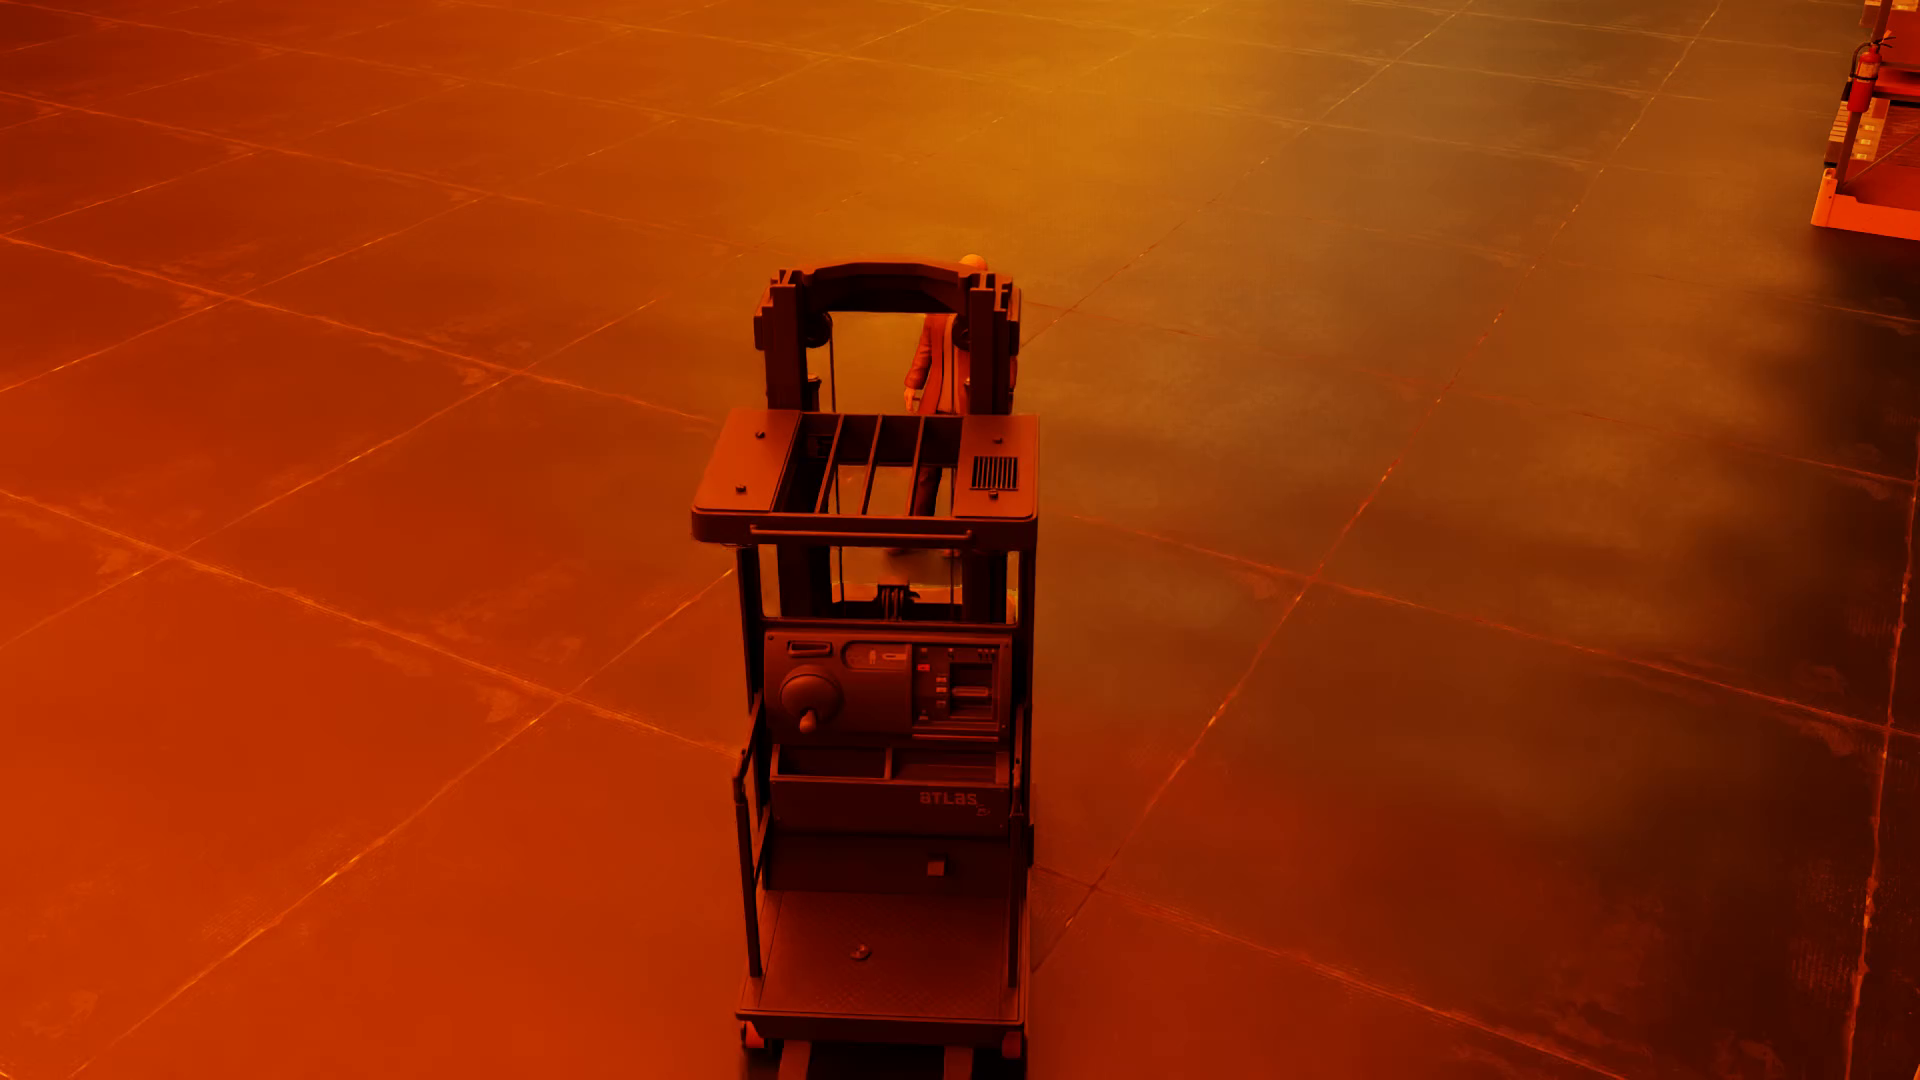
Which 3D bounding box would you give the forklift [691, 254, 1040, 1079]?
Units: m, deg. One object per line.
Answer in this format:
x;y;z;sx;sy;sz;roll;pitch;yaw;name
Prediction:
-0.279;0.587;6.053;1.130;2.935;3.031;2;30;3;forklift

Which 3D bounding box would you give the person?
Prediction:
-0.048;-0.738;9.488;0.696;1.776;0.582;15;33;25;person
